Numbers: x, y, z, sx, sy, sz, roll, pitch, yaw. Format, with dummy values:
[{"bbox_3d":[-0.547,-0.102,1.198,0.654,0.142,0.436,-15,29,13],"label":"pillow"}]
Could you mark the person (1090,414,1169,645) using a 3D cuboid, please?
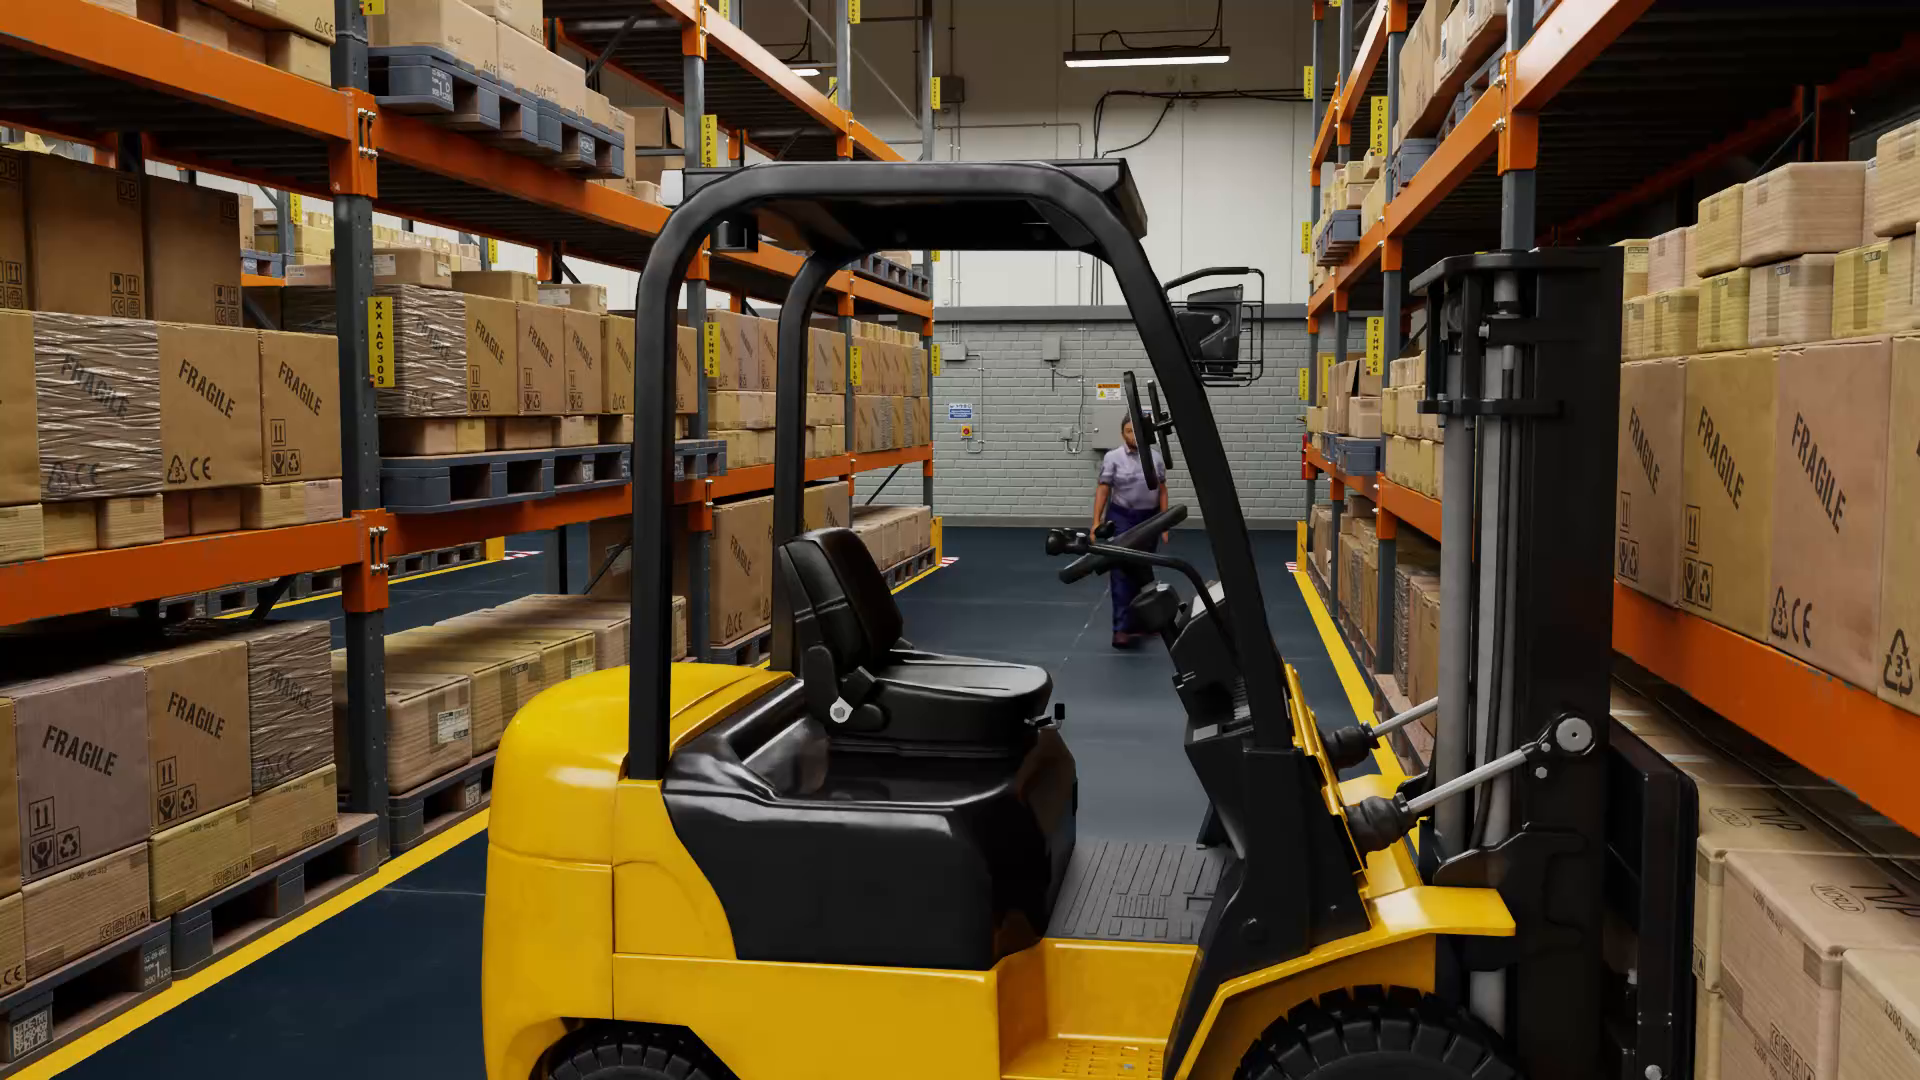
[{"bbox_3d":[1.236,-0.089,11.973,0.625,1.633,0.617,-2,5,-19],"label":"person"}]
